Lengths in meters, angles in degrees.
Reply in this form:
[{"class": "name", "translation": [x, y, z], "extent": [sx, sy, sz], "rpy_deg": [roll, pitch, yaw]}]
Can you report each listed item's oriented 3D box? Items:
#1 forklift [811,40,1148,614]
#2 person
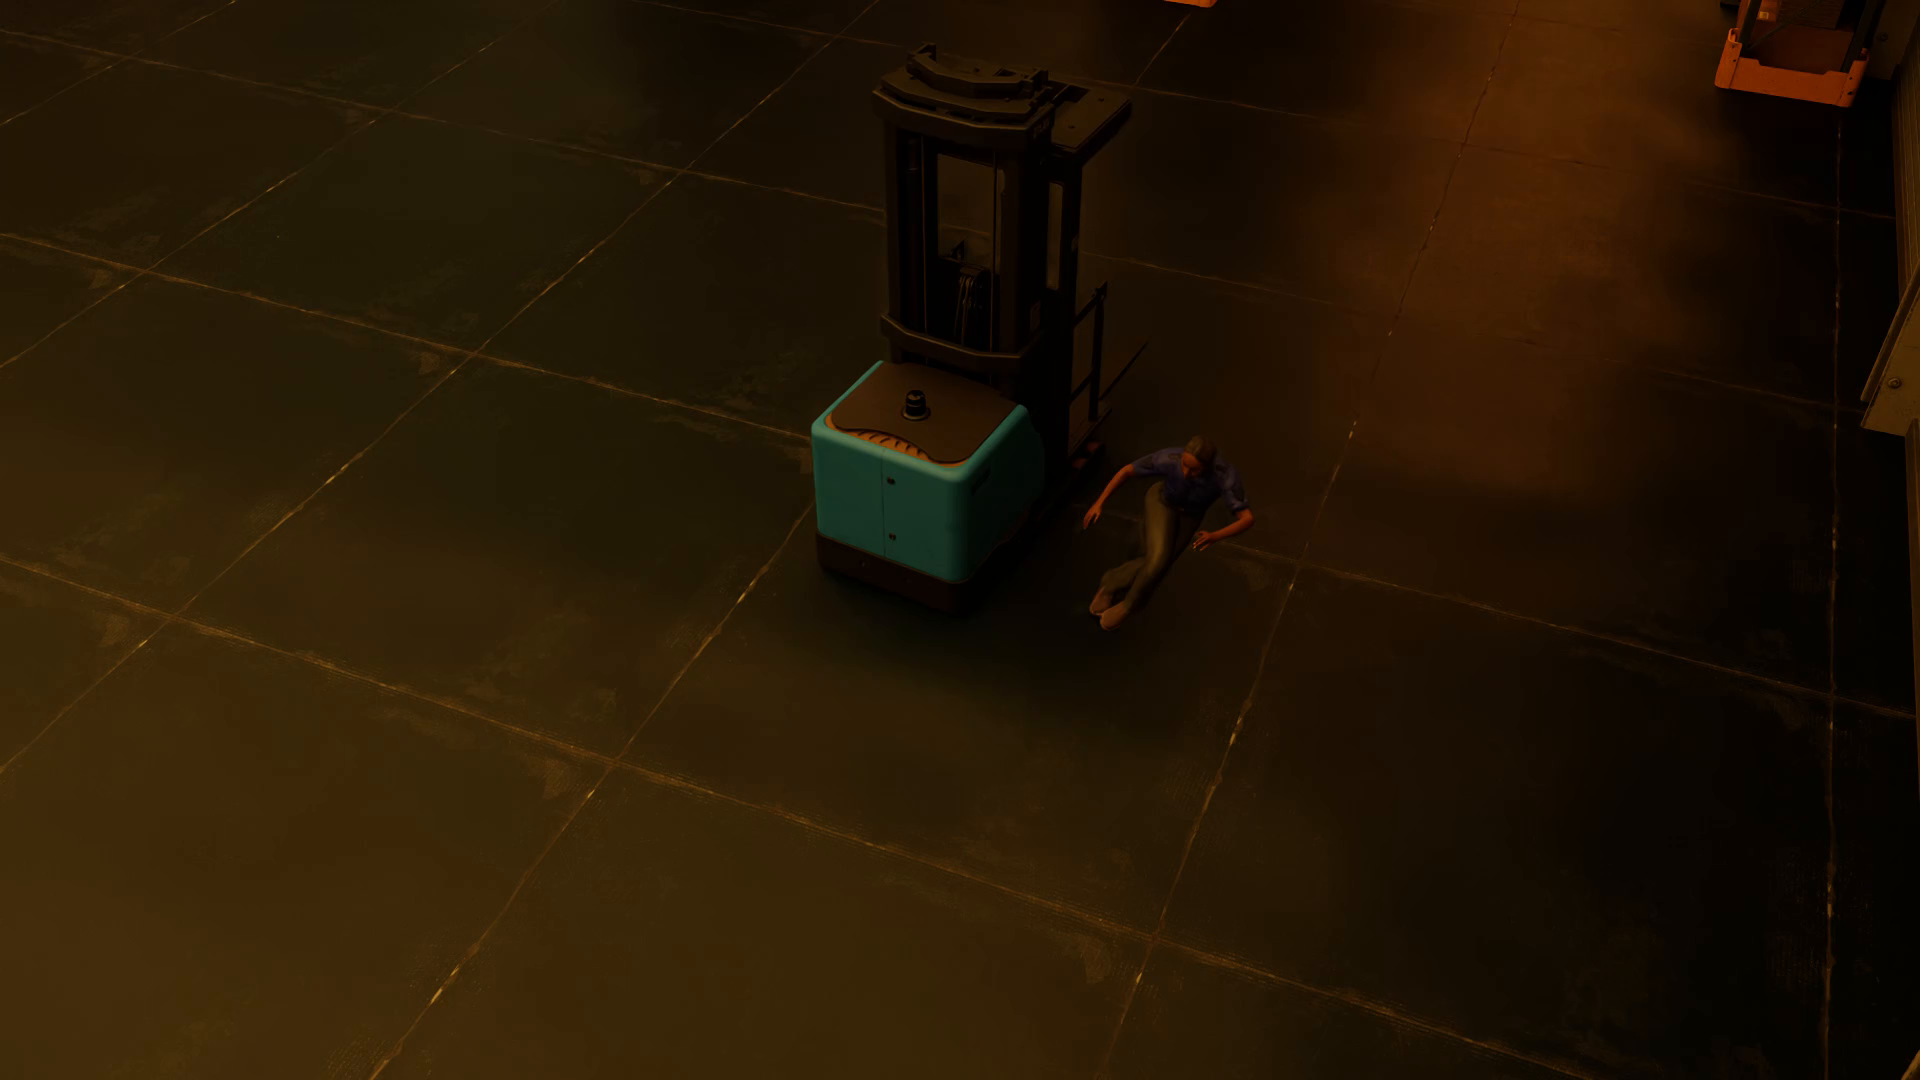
[{"class": "forklift", "translation": [0.291, -1.626, 9.949], "extent": [1.130, 2.935, 3.031], "rpy_deg": [20, 44, 22]}, {"class": "person", "translation": [1.125, -0.022, 9.183], "extent": [0.899, 1.421, 0.840], "rpy_deg": [0, 40, 0]}]
